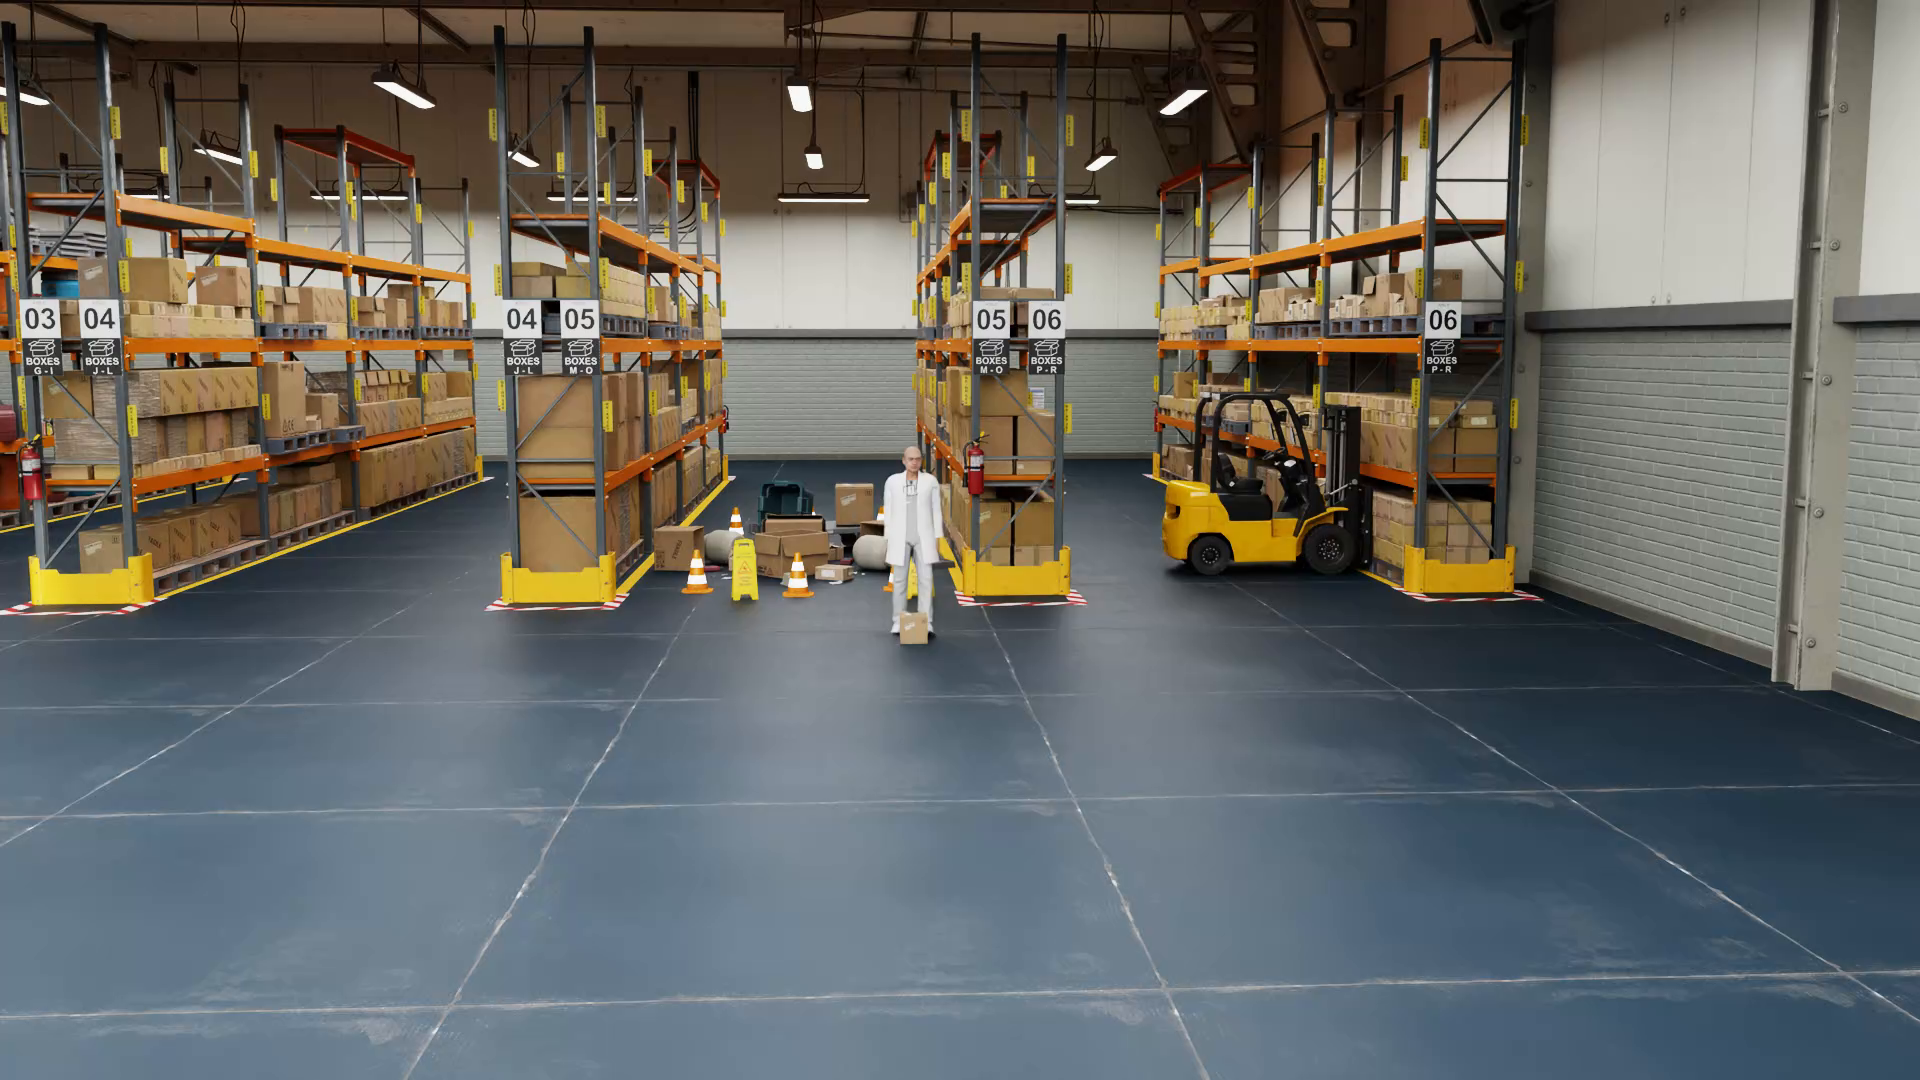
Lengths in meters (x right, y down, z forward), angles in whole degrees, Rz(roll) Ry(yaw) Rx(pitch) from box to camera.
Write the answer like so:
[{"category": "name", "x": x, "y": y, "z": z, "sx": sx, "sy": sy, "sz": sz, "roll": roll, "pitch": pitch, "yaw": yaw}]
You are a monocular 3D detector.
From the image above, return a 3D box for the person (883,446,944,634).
[{"category": "person", "x": -0.439, "y": 0.002, "z": 15.784, "sx": 0.571, "sy": 1.775, "sz": 0.436, "roll": 0, "pitch": 7, "yaw": -2}]
